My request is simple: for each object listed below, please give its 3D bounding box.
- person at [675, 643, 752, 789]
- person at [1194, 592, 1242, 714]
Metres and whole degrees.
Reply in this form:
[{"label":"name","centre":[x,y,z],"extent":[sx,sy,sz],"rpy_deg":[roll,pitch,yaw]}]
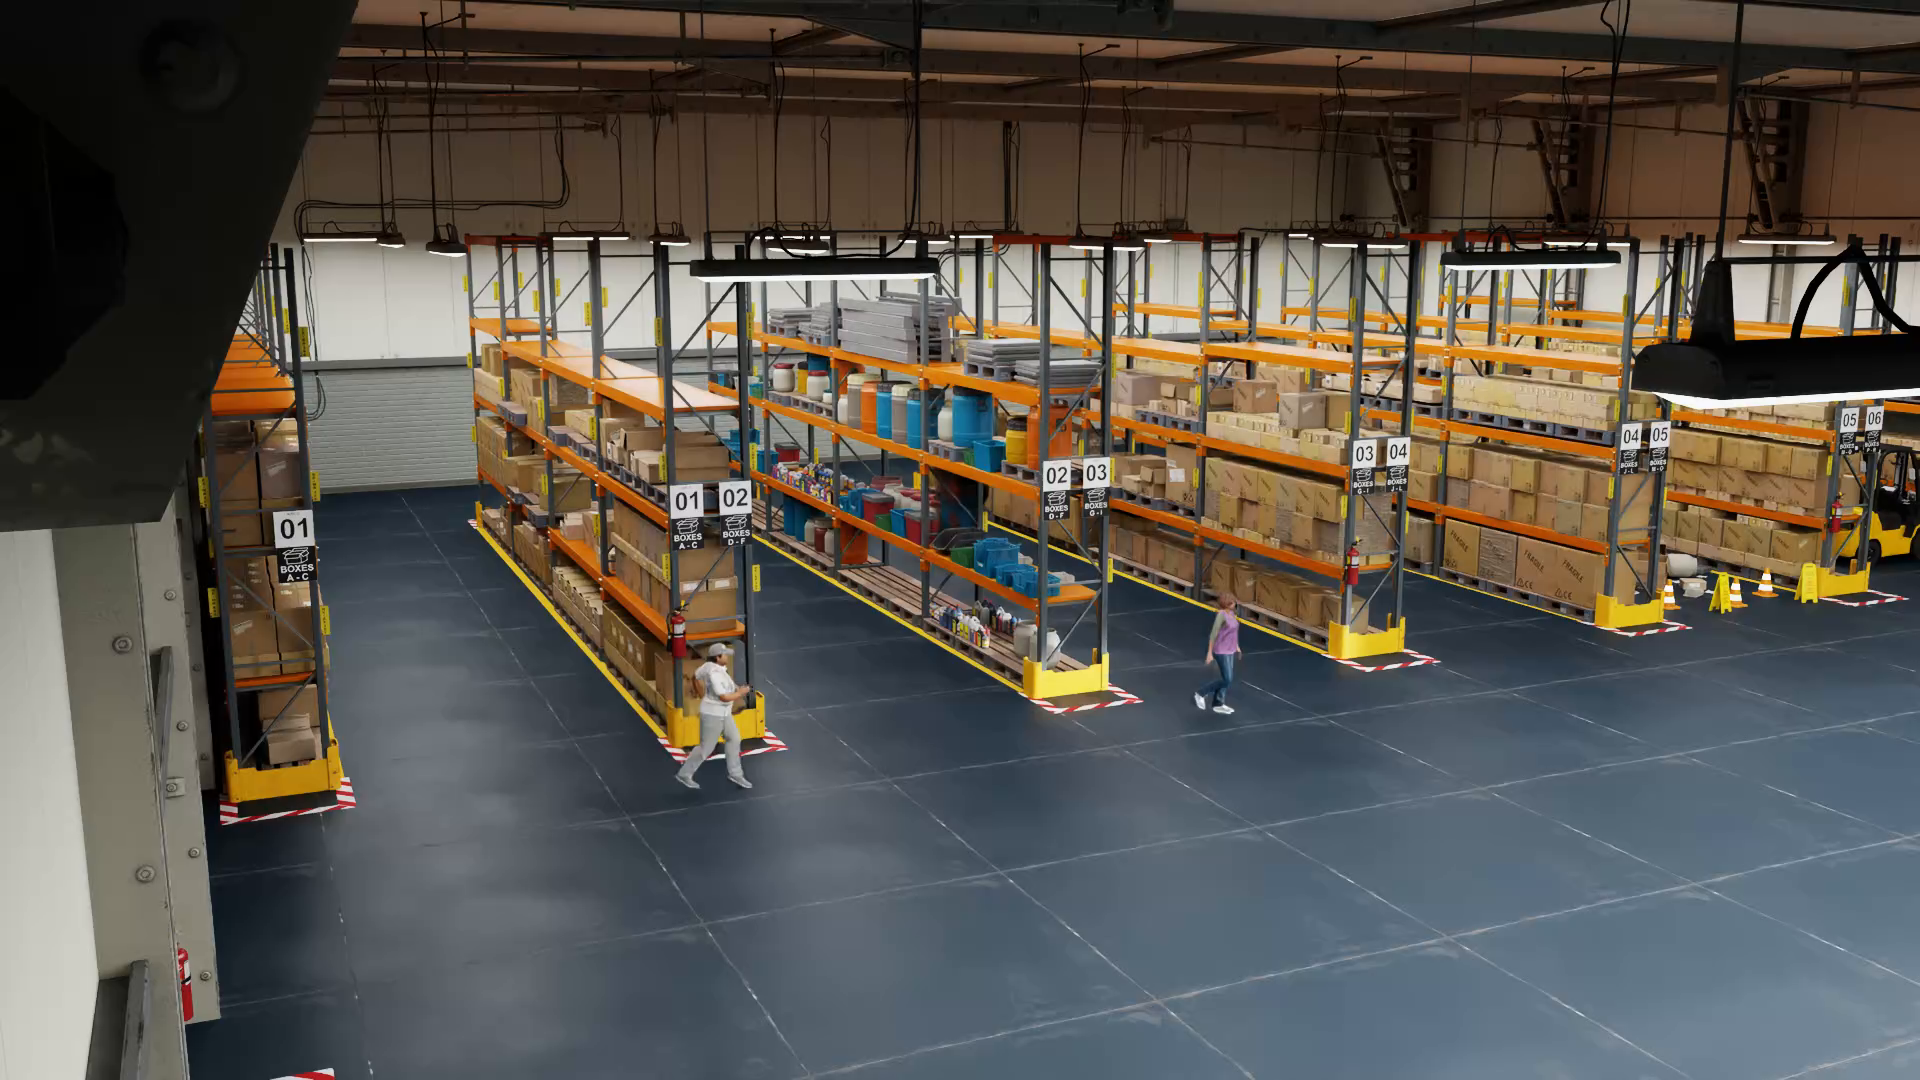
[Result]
[{"label":"person","centre":[-2.751,1.983,18.499],"extent":[0.856,1.712,0.561],"rpy_deg":[-1,11,-6]},{"label":"person","centre":[3.323,1.460,21.410],"extent":[0.520,1.590,0.545],"rpy_deg":[6,12,26]}]
